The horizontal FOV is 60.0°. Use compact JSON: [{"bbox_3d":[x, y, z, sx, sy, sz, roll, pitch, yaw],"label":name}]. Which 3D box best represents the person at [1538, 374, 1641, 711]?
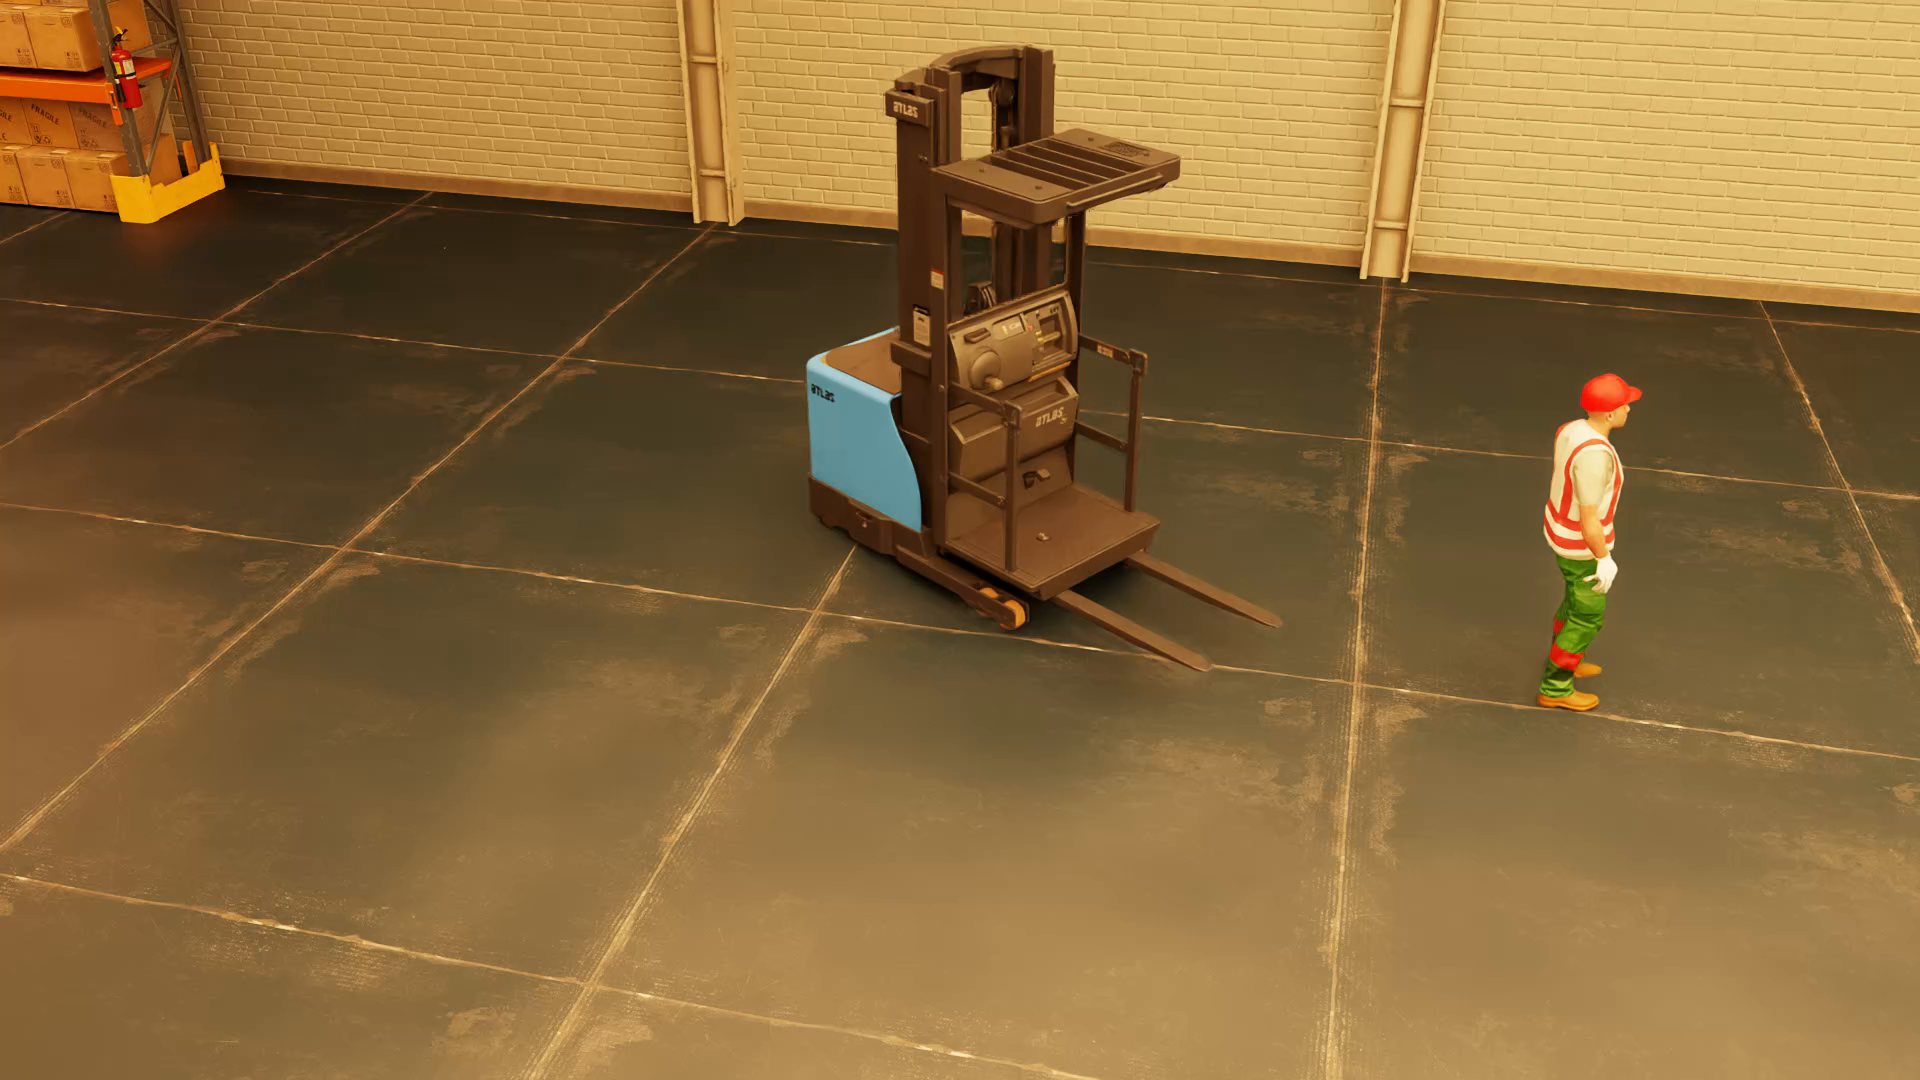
[{"bbox_3d":[3.176,0.022,8.324,0.501,1.811,0.631,3,30,5],"label":"person"}]

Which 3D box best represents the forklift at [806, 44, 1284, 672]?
[{"bbox_3d":[0.449,-1.059,9.040,1.130,2.935,3.031,-25,38,-37],"label":"forklift"}]
